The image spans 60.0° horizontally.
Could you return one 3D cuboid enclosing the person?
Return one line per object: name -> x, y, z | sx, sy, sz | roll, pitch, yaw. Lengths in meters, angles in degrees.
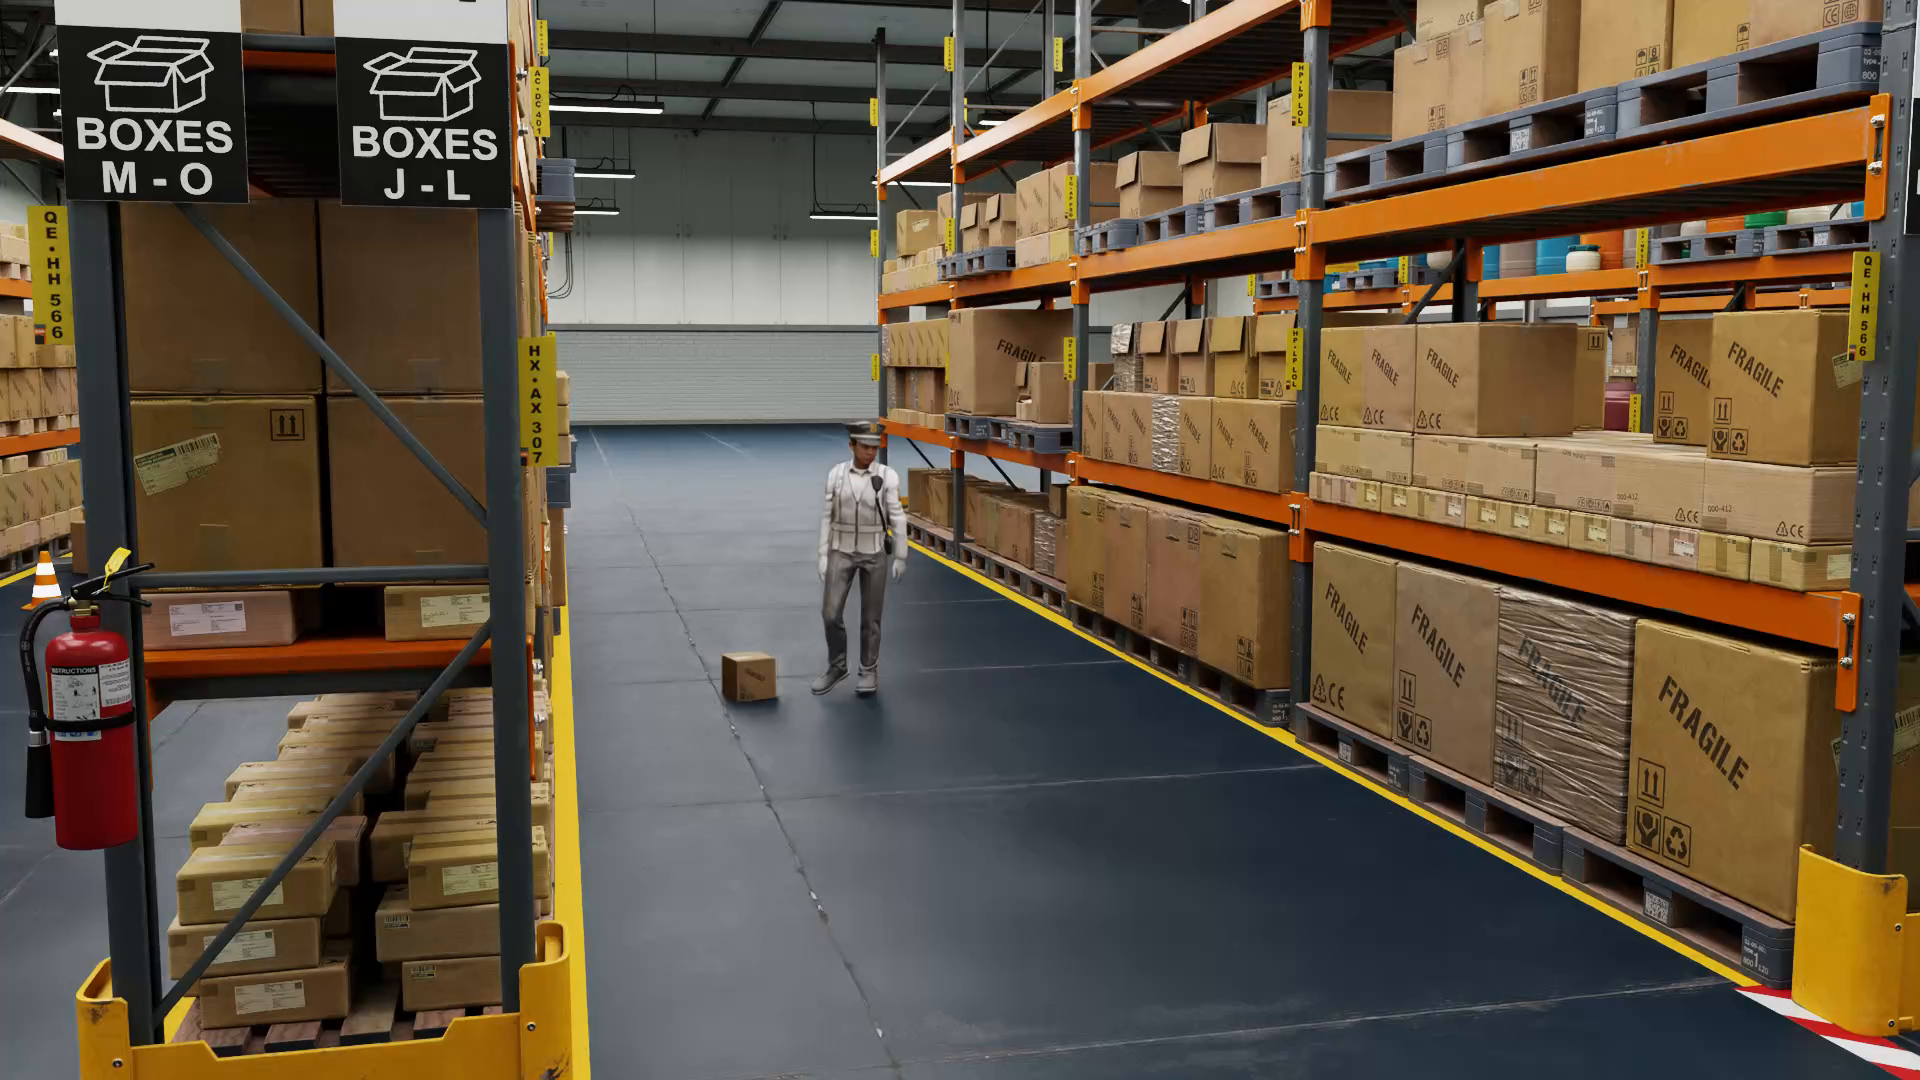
person -> -0.613, 0.111, 10.050 | 0.599, 1.665, 0.434 | 0, 6, 3
